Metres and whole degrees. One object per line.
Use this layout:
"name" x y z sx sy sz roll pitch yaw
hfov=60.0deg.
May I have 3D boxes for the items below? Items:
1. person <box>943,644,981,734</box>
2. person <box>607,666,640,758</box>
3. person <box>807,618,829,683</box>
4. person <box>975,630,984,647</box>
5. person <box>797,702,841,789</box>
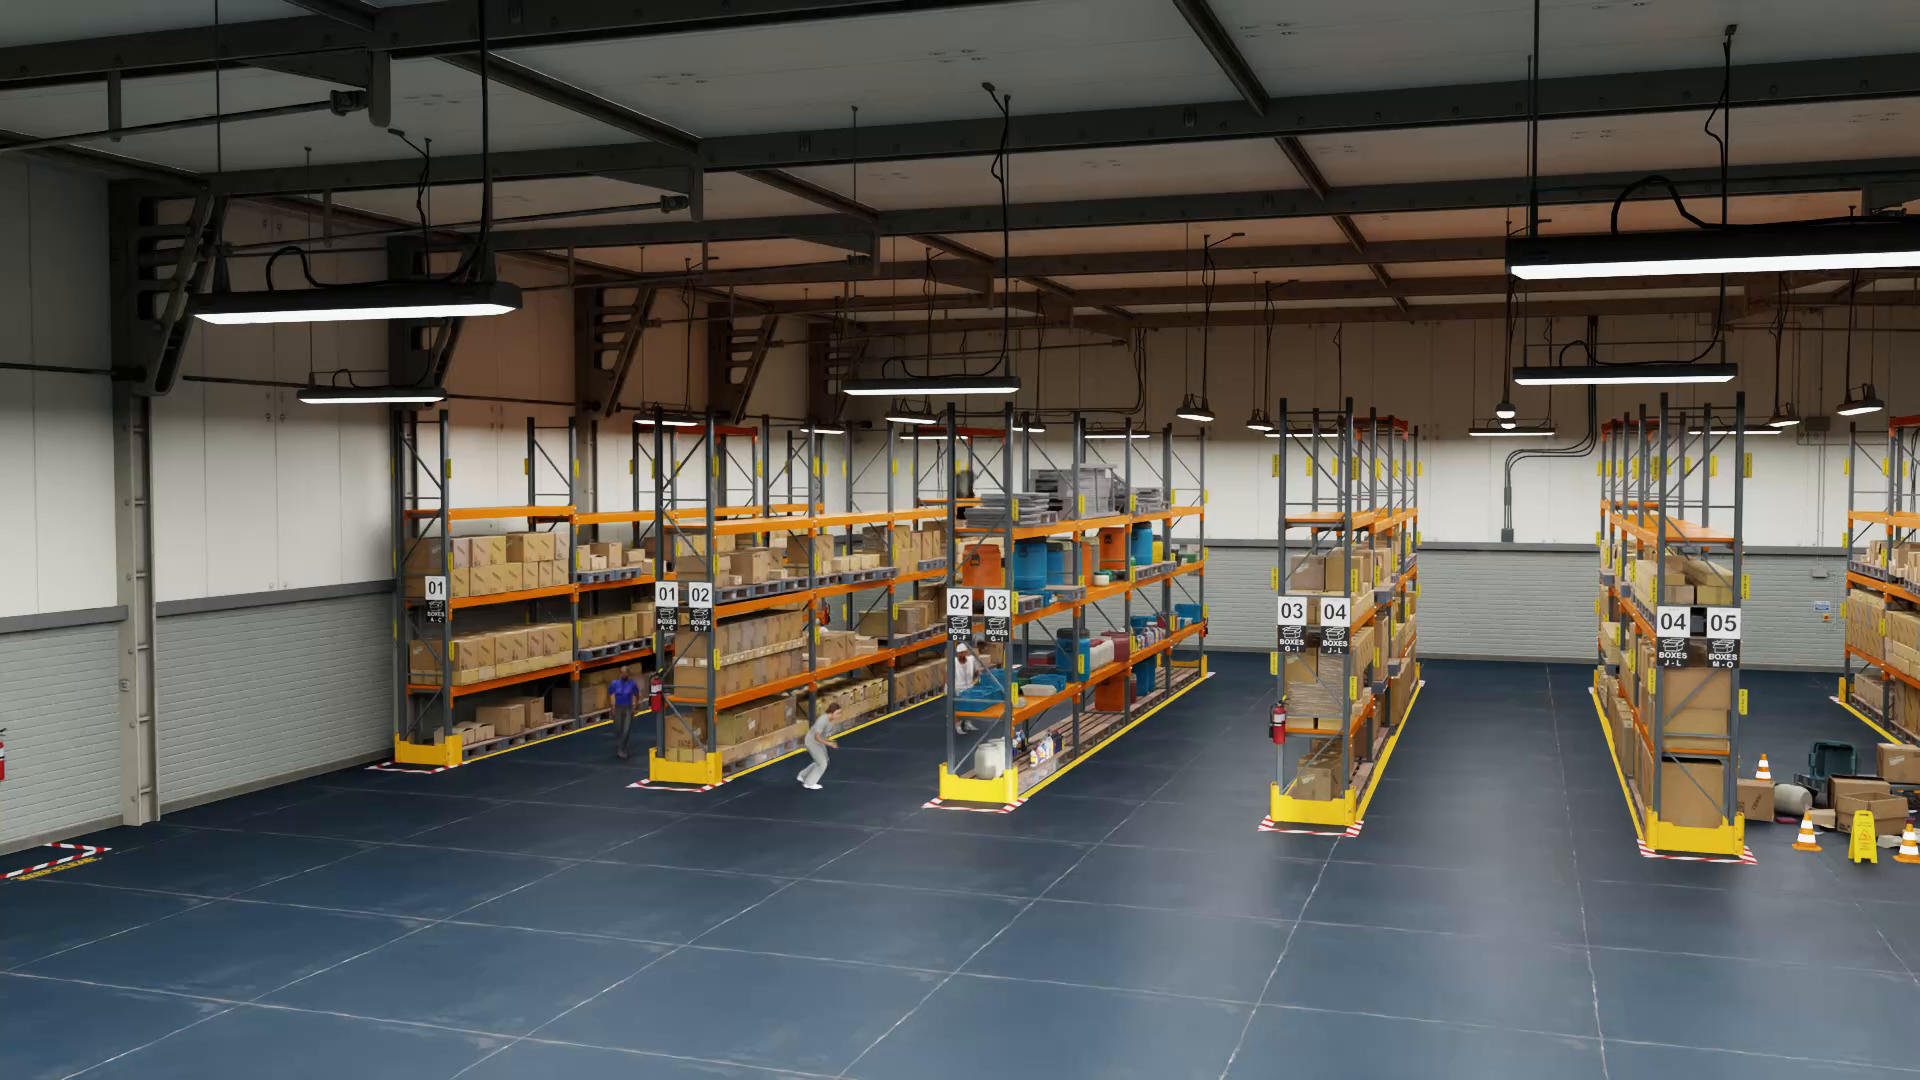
"person" 0.070 2.815 31.455 0.669 1.717 0.810 -1 3 -27
"person" -5.849 2.972 28.941 0.573 1.596 0.529 0 2 -9
"person" -3.220 2.573 37.961 0.535 1.616 0.904 0 2 9
"person" 0.724 2.305 44.632 0.703 1.624 0.560 2 3 38
"person" -2.203 3.207 25.861 0.852 1.385 0.594 1 3 19
